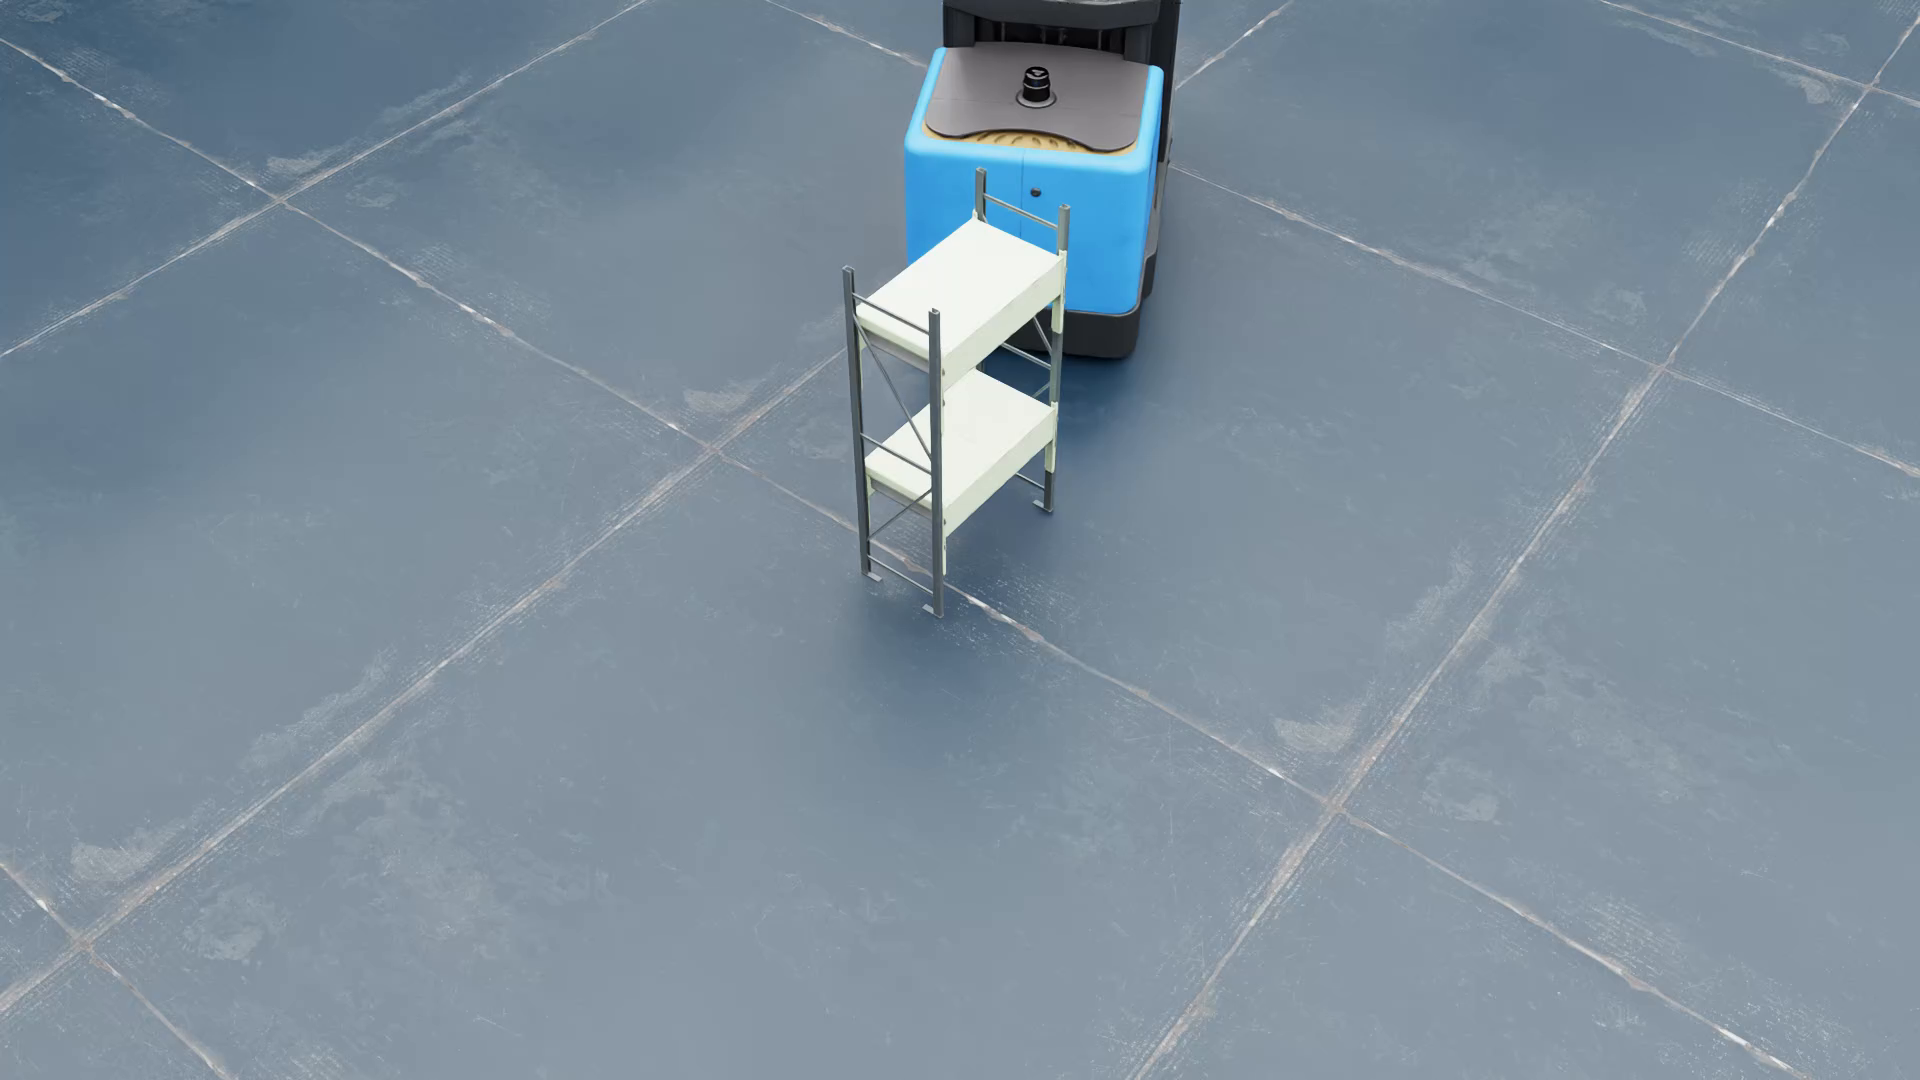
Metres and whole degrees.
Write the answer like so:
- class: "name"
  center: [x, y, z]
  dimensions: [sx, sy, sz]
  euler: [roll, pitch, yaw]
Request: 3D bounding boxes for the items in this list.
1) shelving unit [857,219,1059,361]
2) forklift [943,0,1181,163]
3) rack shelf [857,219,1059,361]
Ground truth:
- class: "shelving unit"
  center: [-0.004, -0.876, 5.825]
  dimensions: [0.368, 0.052, 0.686]
  euler: [29, 53, 25]
- class: "forklift"
  center: [0.578, -3.142, 7.862]
  dimensions: [1.118, 2.733, 2.170]
  euler: [7, 47, 7]
- class: "rack shelf"
  center: [-0.004, -0.876, 5.825]
  dimensions: [0.368, 0.052, 0.686]
  euler: [29, 53, 25]
